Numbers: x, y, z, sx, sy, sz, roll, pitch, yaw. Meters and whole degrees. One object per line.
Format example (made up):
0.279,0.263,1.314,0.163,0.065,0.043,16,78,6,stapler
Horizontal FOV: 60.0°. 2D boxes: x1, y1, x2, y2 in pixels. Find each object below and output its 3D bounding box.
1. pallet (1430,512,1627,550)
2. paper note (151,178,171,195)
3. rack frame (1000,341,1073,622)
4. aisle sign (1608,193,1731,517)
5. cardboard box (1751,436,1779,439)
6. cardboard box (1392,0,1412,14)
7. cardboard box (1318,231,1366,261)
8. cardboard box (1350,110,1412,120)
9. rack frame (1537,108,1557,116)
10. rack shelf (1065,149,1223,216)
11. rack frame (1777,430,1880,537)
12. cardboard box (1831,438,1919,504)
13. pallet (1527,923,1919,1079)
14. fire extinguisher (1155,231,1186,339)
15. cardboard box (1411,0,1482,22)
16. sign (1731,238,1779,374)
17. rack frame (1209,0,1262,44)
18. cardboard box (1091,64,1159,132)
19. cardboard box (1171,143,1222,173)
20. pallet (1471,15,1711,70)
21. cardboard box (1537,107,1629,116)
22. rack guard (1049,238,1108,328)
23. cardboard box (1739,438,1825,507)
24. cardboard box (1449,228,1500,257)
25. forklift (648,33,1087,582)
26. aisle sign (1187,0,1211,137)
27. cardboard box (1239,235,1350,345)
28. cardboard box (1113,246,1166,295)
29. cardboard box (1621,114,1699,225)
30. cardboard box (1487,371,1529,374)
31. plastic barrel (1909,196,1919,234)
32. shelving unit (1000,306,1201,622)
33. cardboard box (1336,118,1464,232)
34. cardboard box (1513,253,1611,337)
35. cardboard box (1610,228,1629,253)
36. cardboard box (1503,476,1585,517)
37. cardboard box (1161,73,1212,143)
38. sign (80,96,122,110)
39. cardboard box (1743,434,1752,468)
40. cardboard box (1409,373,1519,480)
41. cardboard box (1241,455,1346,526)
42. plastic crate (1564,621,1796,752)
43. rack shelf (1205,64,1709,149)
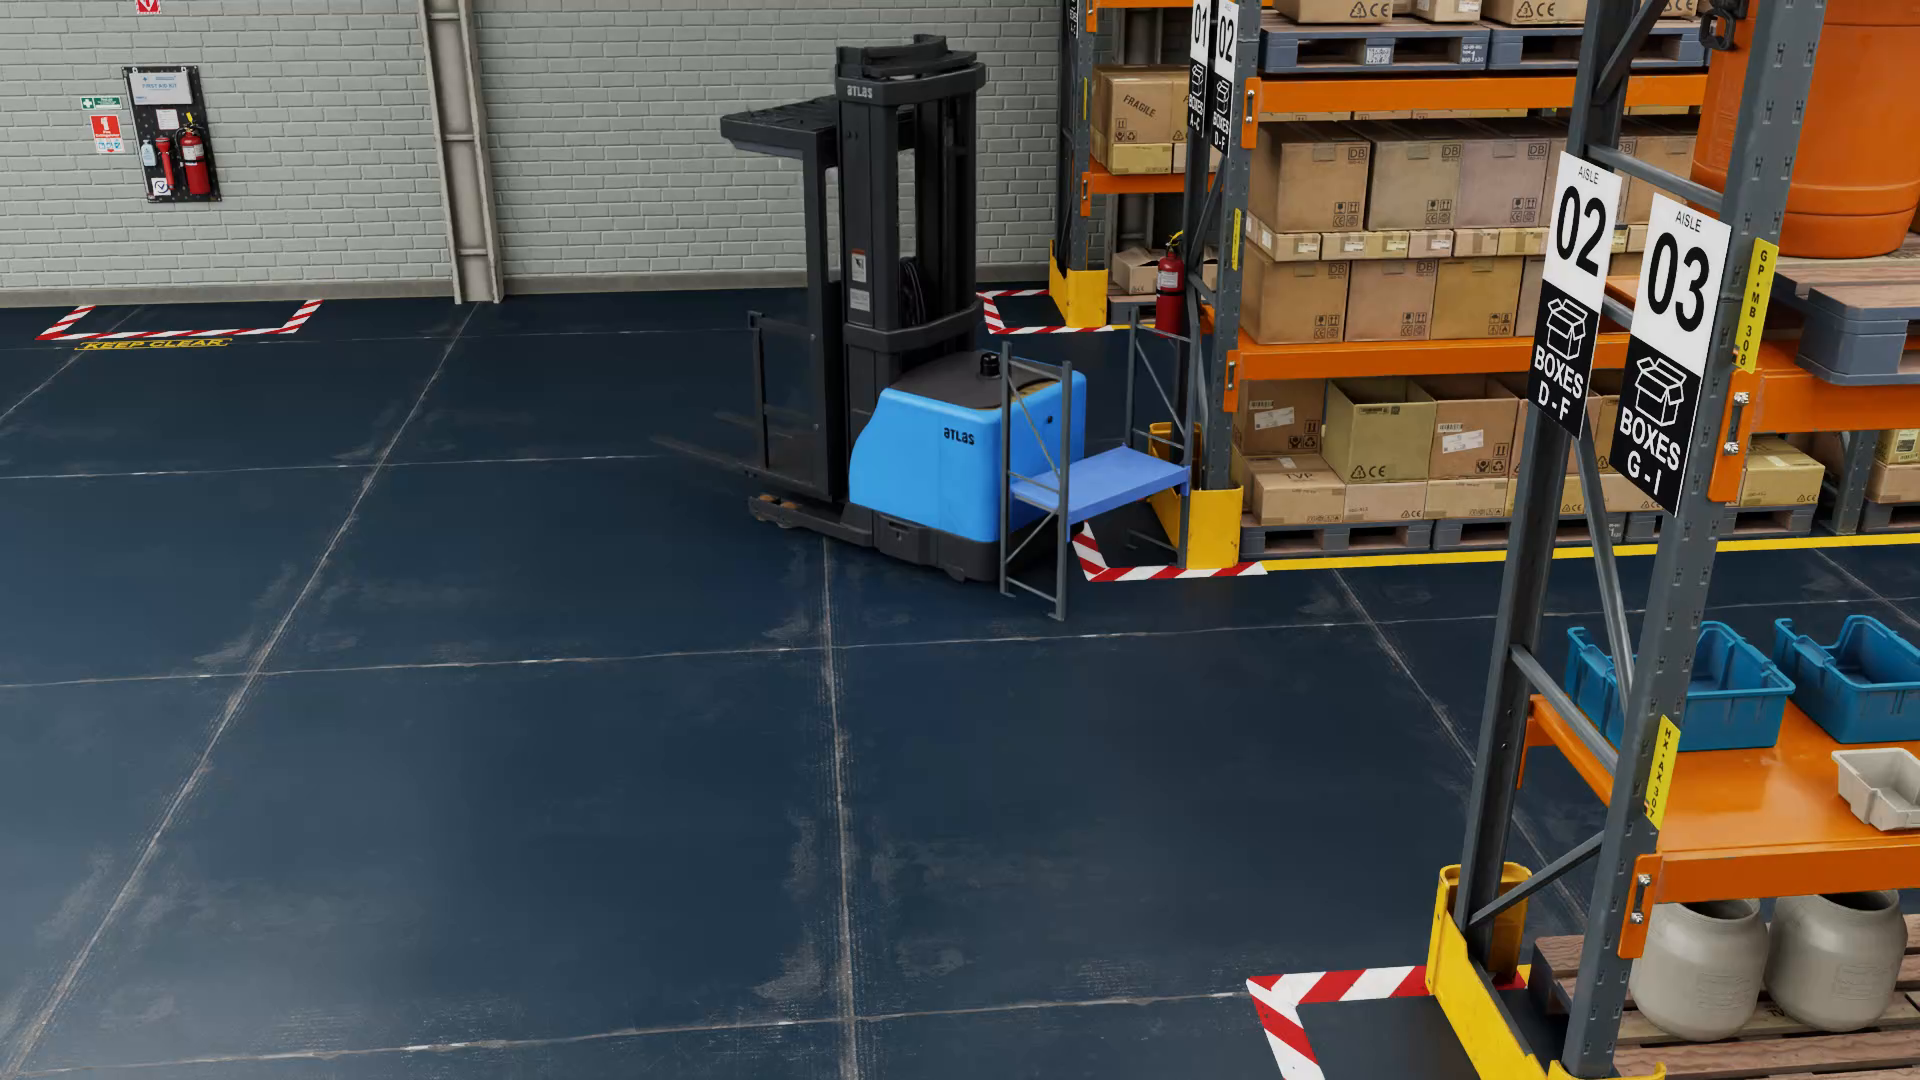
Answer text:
3.429,-0.257,10.569,1.213,0.211,1.003,-2,24,-5,pallet
-7.035,-3.112,14.643,0.142,0.148,0.016,-2,24,-5,paper note
0.407,-0.310,9.101,0.032,1.500,0.500,-20,31,-38,rack frame
1.901,-0.501,4.483,0.004,0.787,0.394,-2,24,-5,aisle sign
4.950,-0.636,10.856,0.500,0.250,0.500,-2,24,-5,cardboard box
2.581,-3.147,9.440,0.500,0.250,0.500,-2,24,-5,cardboard box
2.135,-1.719,9.503,0.250,0.149,0.380,-3,24,-7,cardboard box
3.513,-3.700,14.118,0.500,0.500,0.500,-3,24,-7,cardboard box
4.951,-3.598,14.653,0.127,3.000,1.000,-2,24,-5,rack frame
2.961,-3.190,14.619,4.000,0.370,1.077,-2,24,-5,rack shelf
5.442,-1.596,10.148,0.127,3.000,1.000,-2,24,-5,rack frame
5.867,-0.448,10.432,0.500,0.250,0.500,-3,24,-6,cardboard box
2.824,1.788,5.968,1.213,0.211,1.003,-2,24,-5,pallet
1.298,-1.584,10.217,0.183,0.674,0.296,-2,24,-5,fire extinguisher
2.649,-2.924,9.062,0.250,0.149,0.380,-2,24,-5,cardboard box
1.994,-0.587,4.173,0.005,0.325,0.100,-2,24,-5,sign
1.461,-4.178,8.571,0.127,3.000,1.000,-2,24,-5,rack frame
1.419,-3.827,14.403,0.500,0.500,0.500,-3,24,-6,cardboard box
2.003,-3.297,14.135,0.500,0.250,0.500,-3,24,-7,cardboard box
3.384,-2.835,9.350,1.213,0.211,1.003,-2,24,-5,pallet
5.461,-3.852,14.558,0.500,0.500,0.700,-2,24,-5,cardboard box
1.046,-2.300,14.808,0.348,0.500,1.175,-2,24,-5,rack guard
5.002,-0.425,10.381,0.500,0.250,0.500,-2,24,-5,cardboard box
2.900,-1.749,9.571,0.250,0.149,0.380,-3,24,-7,cardboard box
-0.713,-1.561,10.153,3.031,2.935,1.130,17,29,34,forklift
1.367,-2.741,9.522,0.004,0.787,0.394,-2,24,-5,aisle sign
1.927,-1.496,9.799,0.500,0.500,0.700,-2,24,-5,cardboard box
1.668,-2.402,14.731,0.500,0.311,0.500,-5,24,-11,cardboard box
3.999,-2.174,9.728,0.500,0.500,0.700,-2,24,-5,cardboard box
3.457,-0.922,10.576,0.500,0.500,0.500,-2,24,-5,cardboard box
3.066,-1.180,4.769,0.600,0.588,0.600,0,24,0,plastic barrel
0.785,-0.448,9.412,1.048,1.500,0.538,-20,31,-38,shelving unit
2.502,-2.114,9.593,0.500,0.500,0.700,-3,24,-7,cardboard box
3.467,-1.559,9.941,0.500,0.500,0.700,-2,24,-4,cardboard box
3.664,-1.779,9.638,0.250,0.149,0.380,-2,24,-3,cardboard box
3.509,-0.363,10.241,0.500,0.250,0.500,-2,24,-5,cardboard box
1.968,-3.635,13.972,0.500,0.500,0.500,-2,24,-5,cardboard box
-7.407,-3.768,14.338,0.331,0.109,0.001,-2,24,-5,sign
4.503,-0.752,10.195,0.500,0.500,0.500,-2,24,-5,cardboard box
3.010,-0.692,10.059,0.500,0.500,0.500,-2,24,-5,cardboard box
2.017,-0.304,10.108,0.500,0.250,0.500,-2,24,-5,cardboard box
2.413,0.493,5.632,0.616,0.251,0.499,-2,24,-5,plastic crate
3.451,-2.558,9.506,4.000,0.370,1.077,-2,24,-5,rack shelf
